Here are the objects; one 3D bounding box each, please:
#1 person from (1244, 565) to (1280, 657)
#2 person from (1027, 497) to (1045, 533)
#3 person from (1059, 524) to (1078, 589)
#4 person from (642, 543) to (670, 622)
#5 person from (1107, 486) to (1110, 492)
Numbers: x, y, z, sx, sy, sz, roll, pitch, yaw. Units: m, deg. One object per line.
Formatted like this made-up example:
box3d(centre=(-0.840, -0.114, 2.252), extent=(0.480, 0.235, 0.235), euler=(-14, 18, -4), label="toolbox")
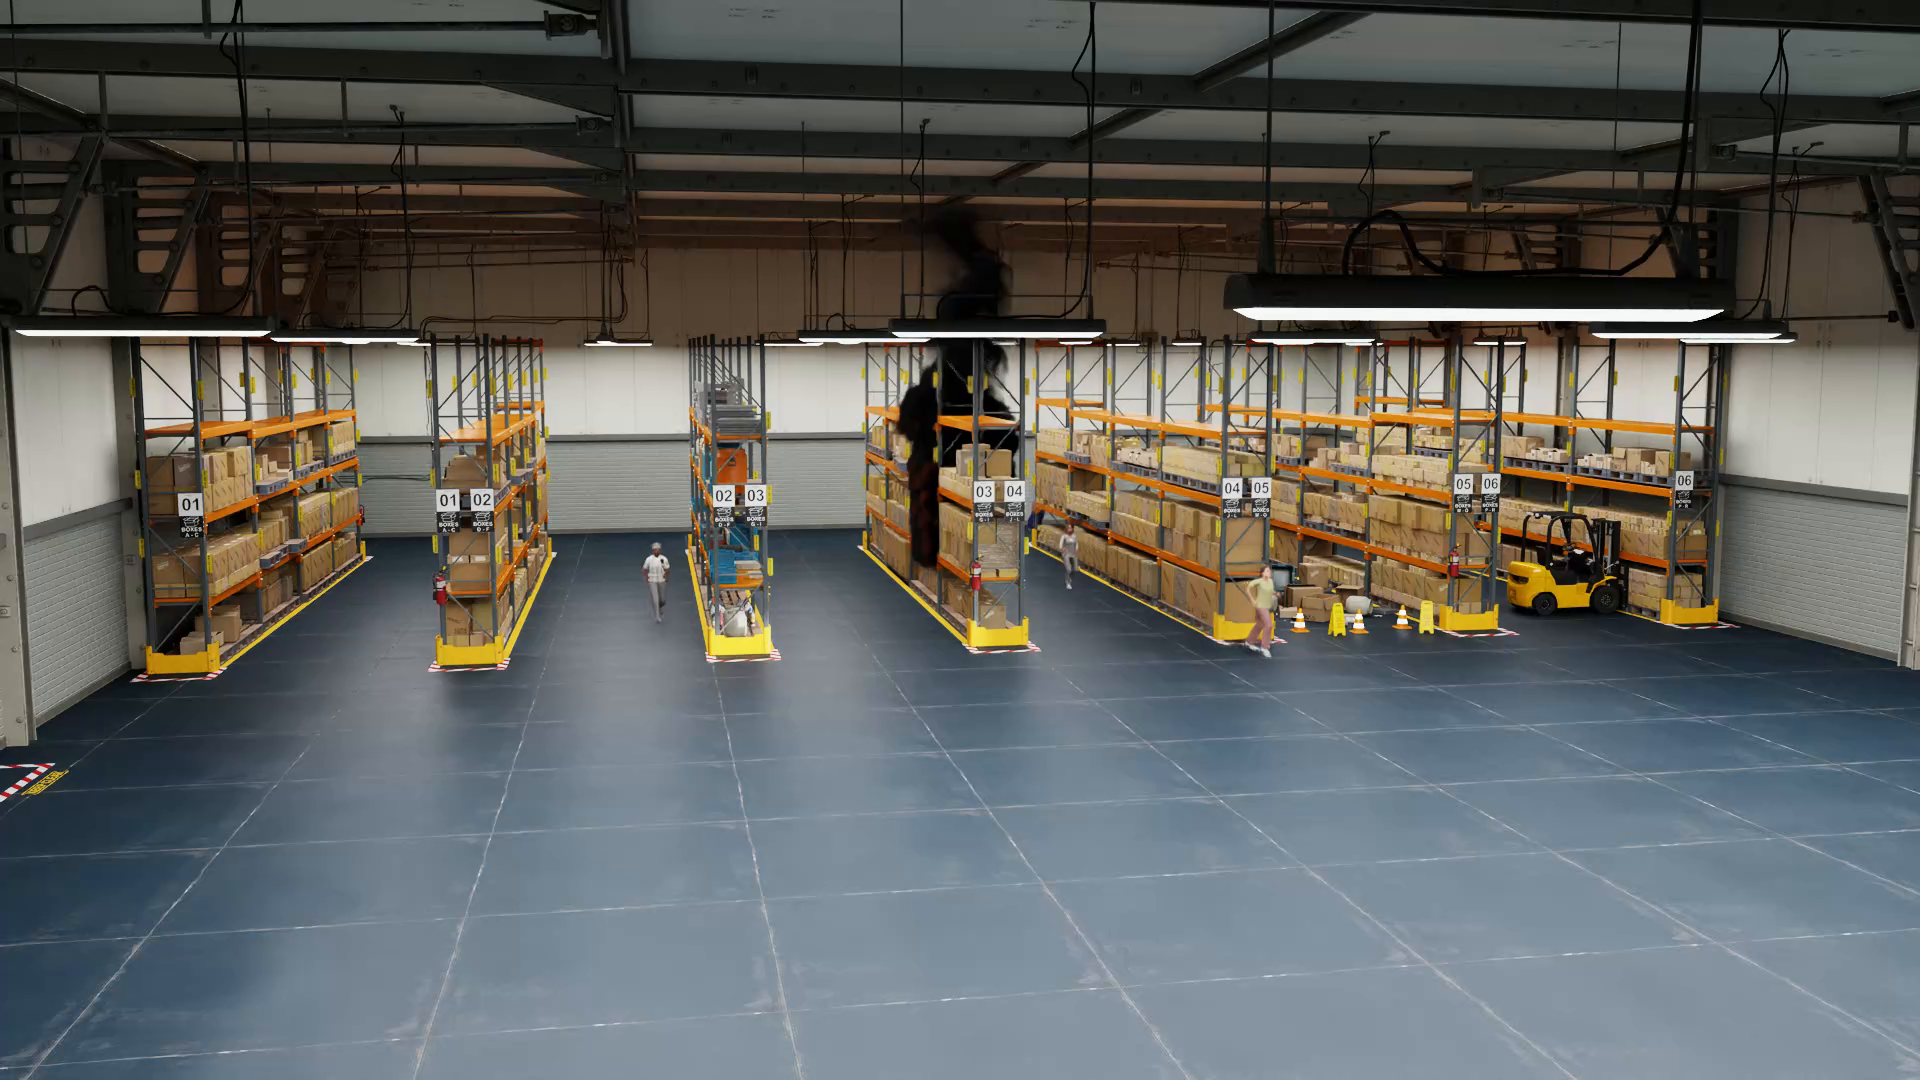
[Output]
box3d(centre=(5.679, 1.312, 31.312), extent=(0.569, 1.719, 0.748), euler=(-6, 9, -43), label="person")
box3d(centre=(2.338, -0.772, 49.802), extent=(0.519, 1.595, 0.612), euler=(-4, 7, -29), label="person")
box3d(centre=(2.626, 0.405, 39.766), extent=(0.530, 1.539, 0.552), euler=(-2, 7, -16), label="person")
box3d(centre=(-6.419, 0.873, 35.175), extent=(0.580, 1.655, 0.701), euler=(-2, 7, -15), label="person")
box3d(centre=(4.353, -0.706, 48.453), extent=(0.658, 1.754, 0.889), euler=(-3, 7, -23), label="person")
